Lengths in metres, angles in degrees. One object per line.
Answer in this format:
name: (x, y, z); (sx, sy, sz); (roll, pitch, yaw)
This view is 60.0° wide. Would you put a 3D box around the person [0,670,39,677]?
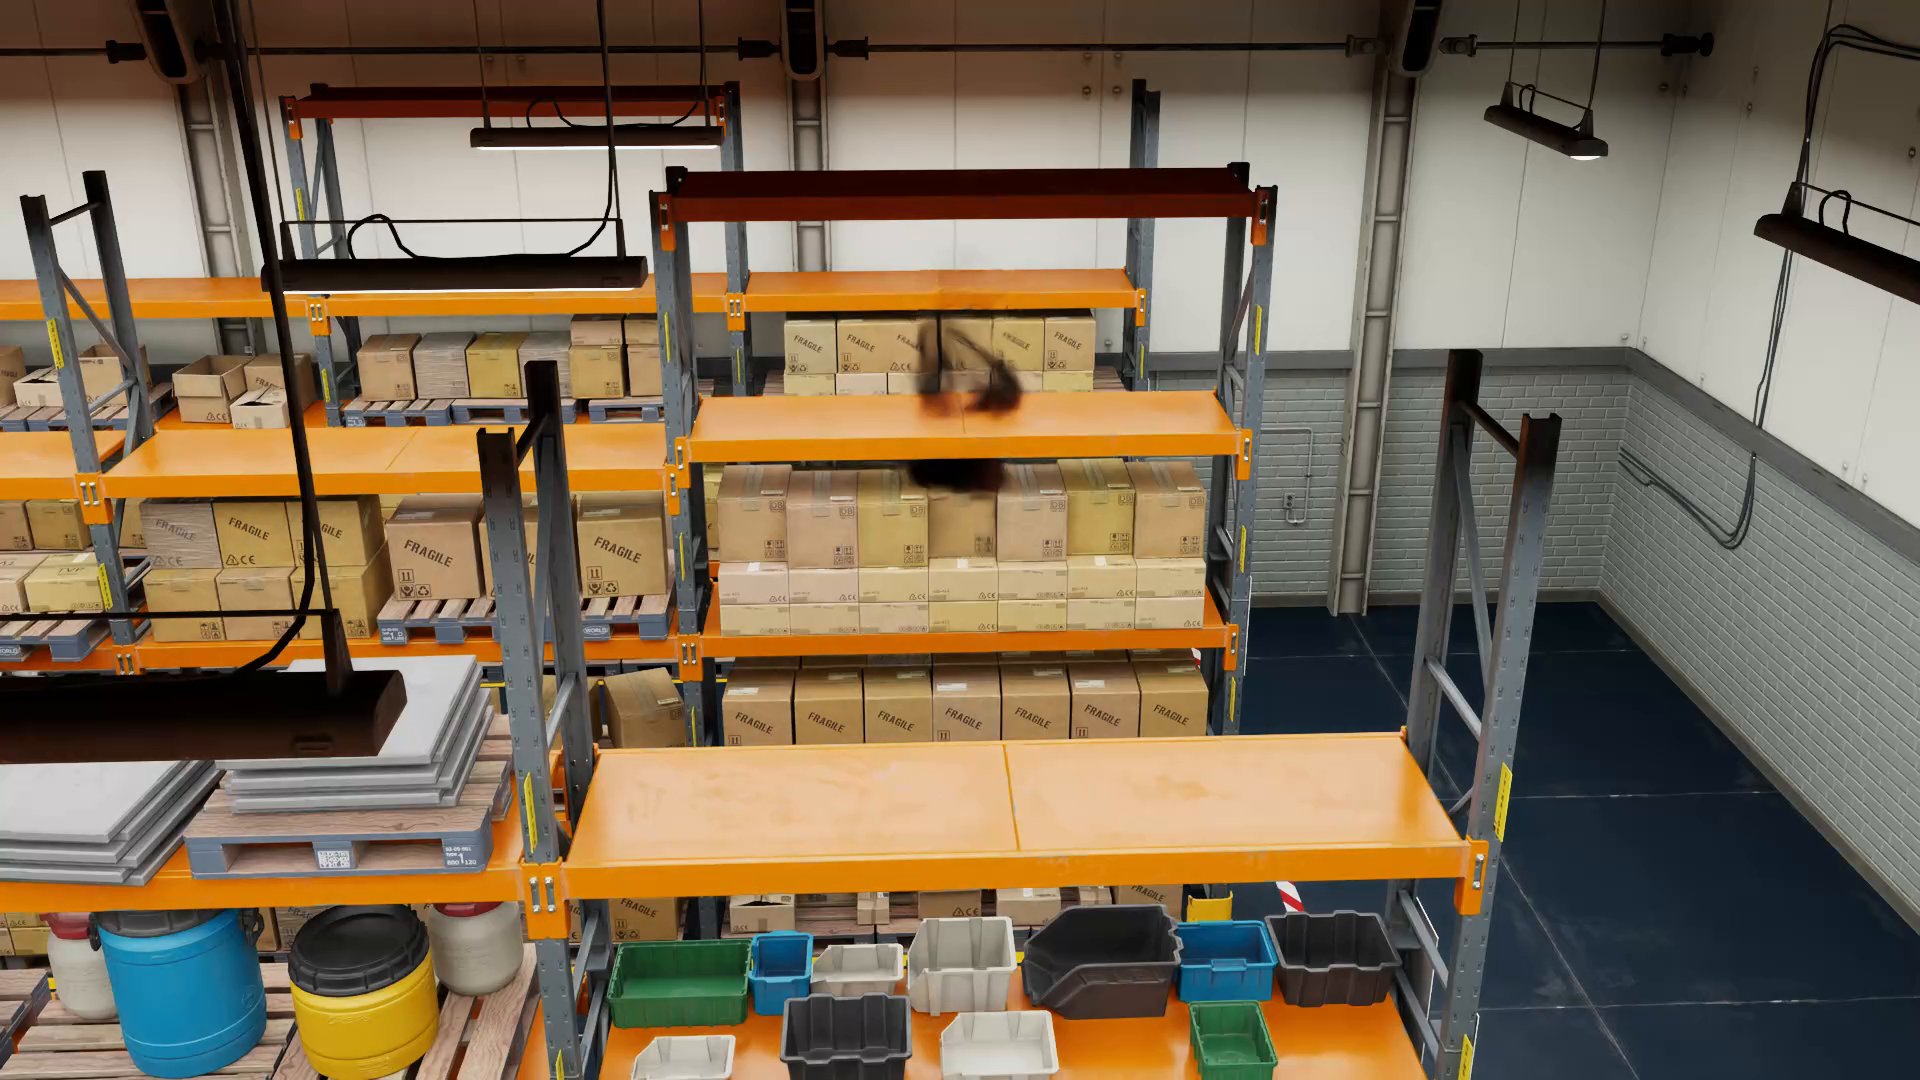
person: (-8.450, 1.551, 15.012); (0.615, 1.751, 0.636); (-5, 23, -13)
